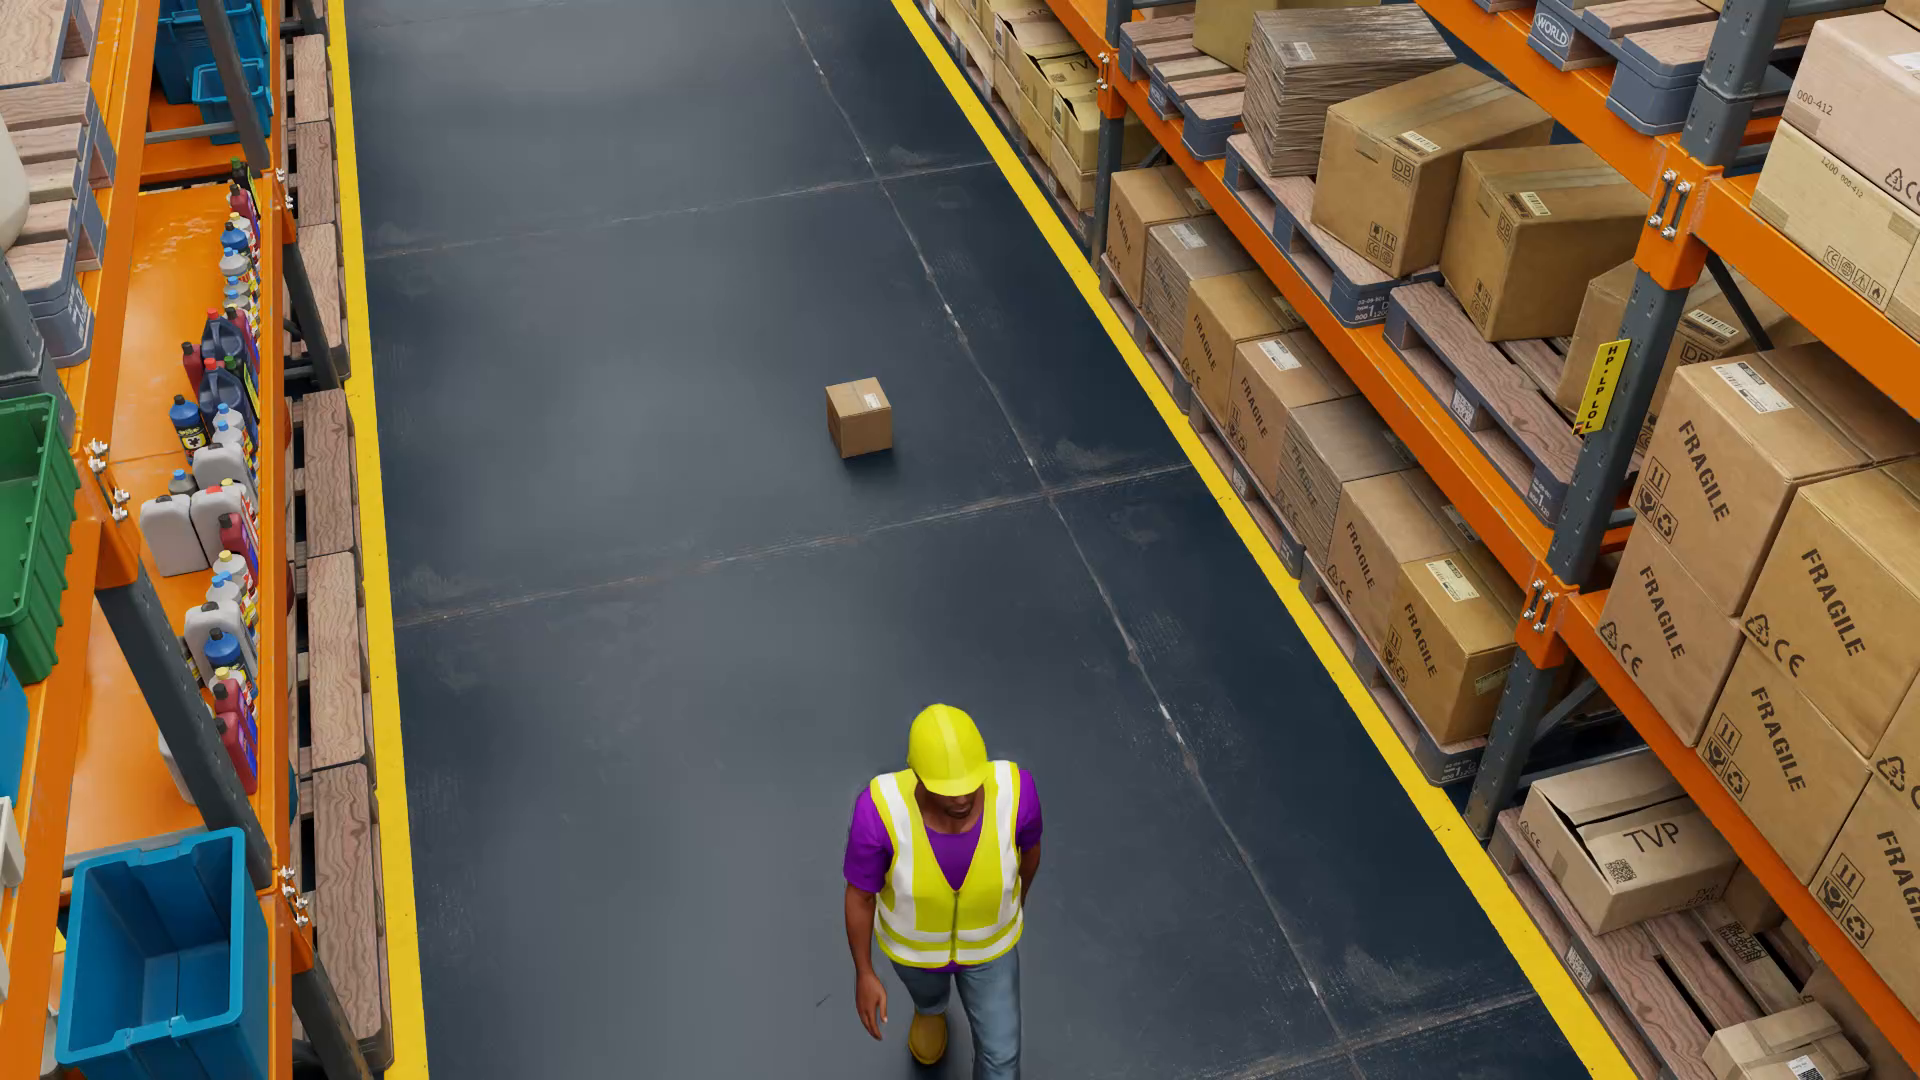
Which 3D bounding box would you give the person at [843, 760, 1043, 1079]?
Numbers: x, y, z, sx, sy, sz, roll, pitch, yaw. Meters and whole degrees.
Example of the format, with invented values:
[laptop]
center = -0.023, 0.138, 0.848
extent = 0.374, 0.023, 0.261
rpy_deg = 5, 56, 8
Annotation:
[person]
center = -0.030, 1.217, 4.793
extent = 0.580, 1.679, 0.958
rpy_deg = -4, 42, -4
